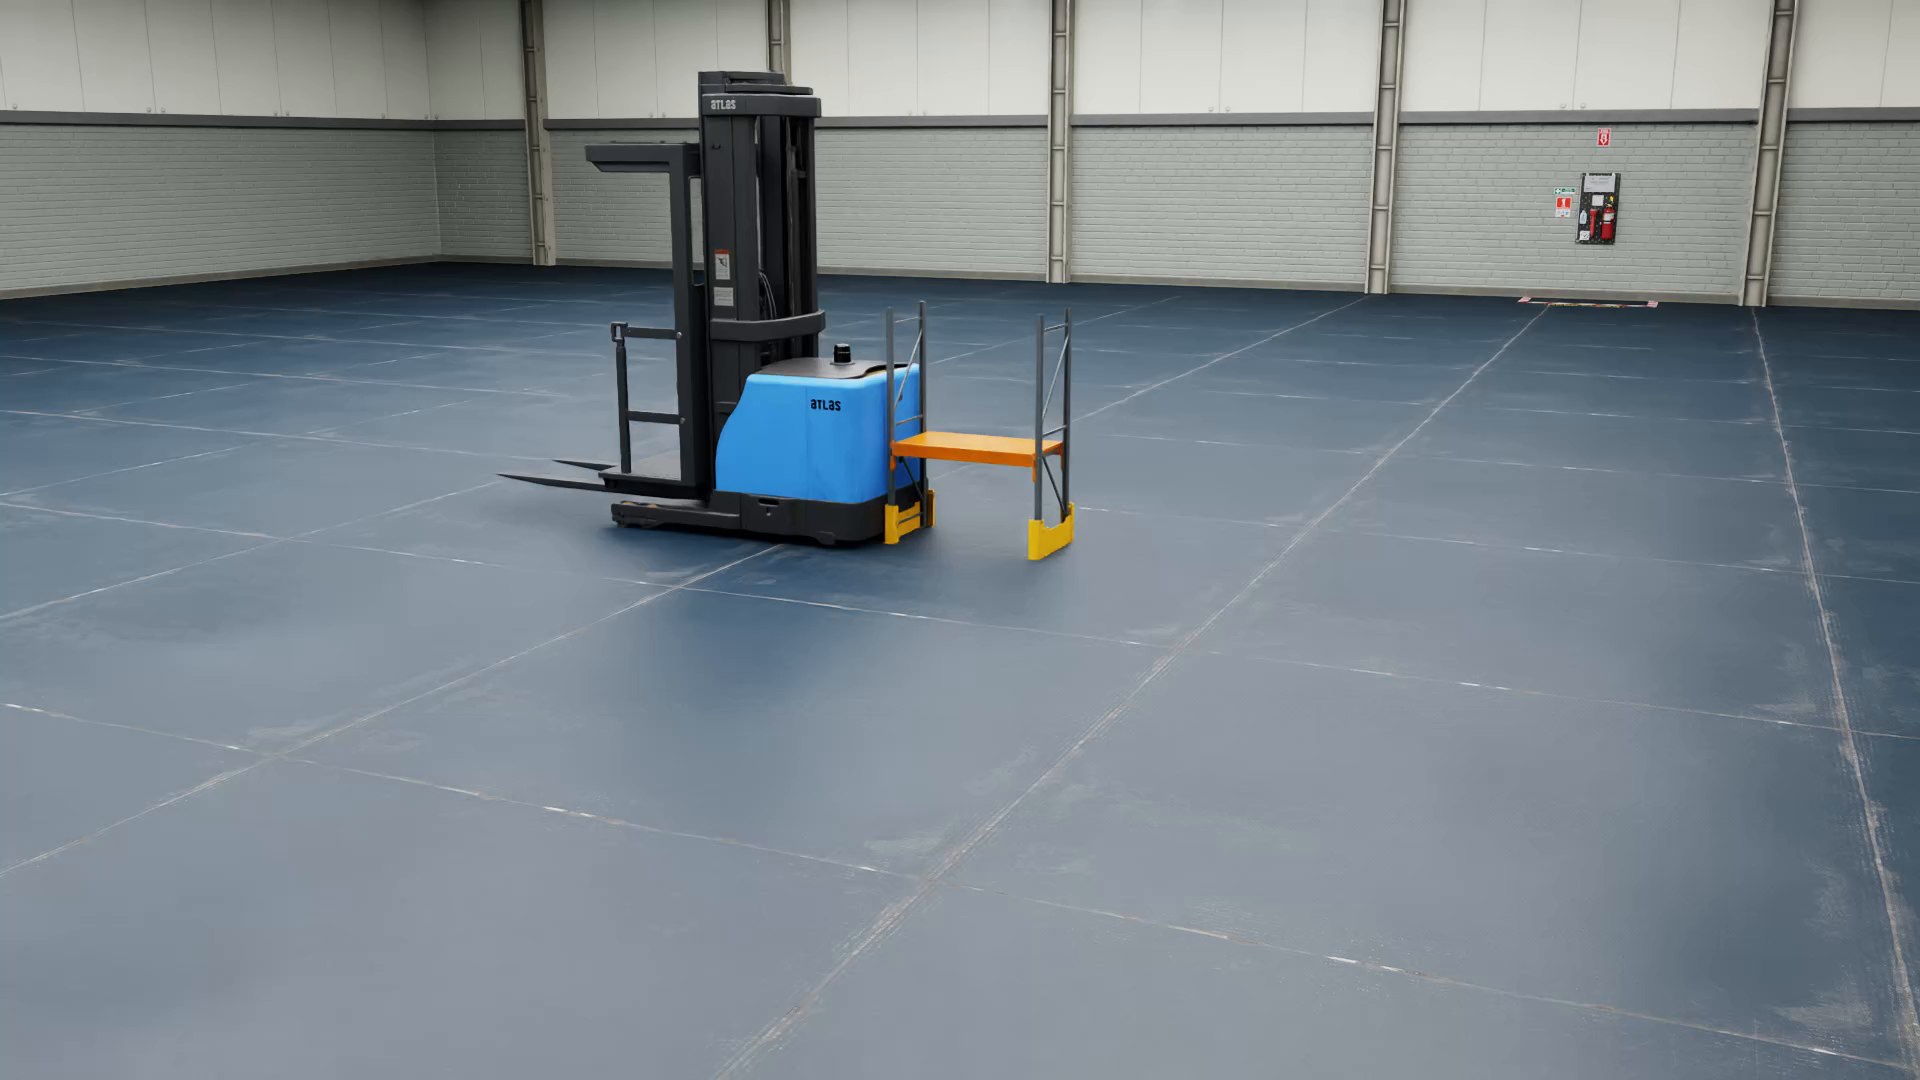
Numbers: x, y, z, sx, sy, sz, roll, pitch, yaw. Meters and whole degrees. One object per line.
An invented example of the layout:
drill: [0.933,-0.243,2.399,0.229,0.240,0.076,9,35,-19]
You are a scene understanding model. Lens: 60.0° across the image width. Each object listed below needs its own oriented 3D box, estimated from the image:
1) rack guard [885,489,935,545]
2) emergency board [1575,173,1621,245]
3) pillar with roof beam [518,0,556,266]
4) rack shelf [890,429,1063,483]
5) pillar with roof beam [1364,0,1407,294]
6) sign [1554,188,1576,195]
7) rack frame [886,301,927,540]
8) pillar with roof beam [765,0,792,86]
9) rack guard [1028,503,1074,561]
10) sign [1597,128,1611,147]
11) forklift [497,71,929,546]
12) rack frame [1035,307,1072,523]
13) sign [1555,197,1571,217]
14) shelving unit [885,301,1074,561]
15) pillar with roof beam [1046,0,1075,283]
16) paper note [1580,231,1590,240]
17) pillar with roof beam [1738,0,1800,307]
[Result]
rack guard: [-0.324,-0.156,10.871,0.087,0.250,0.587,6,15,25]
emergency board: [10.604,-5.503,27.640,0.643,1.169,0.194,6,14,23]
pillar with roof beam: [-10.839,-9.508,31.578,0.400,9.000,9.100,6,14,23]
rack shelf: [0.118,-0.541,10.566,1.000,0.185,0.538,6,15,25]
pillar with roof beam: [5.619,-7.843,24.480,0.400,9.000,9.100,6,14,23]
sign: [10.141,-5.849,27.875,0.331,0.109,0.001,6,14,23]
rack frame: [-0.342,-0.766,10.736,0.032,1.500,0.500,6,15,25]
pillar with roof beam: [-5.353,-8.953,29.212,0.400,9.000,9.100,6,14,23]
rack guard: [0.576,-0.058,10.456,0.087,0.250,0.587,6,15,25]
sign: [10.637,-6.653,27.467,0.199,0.298,0.001,6,14,23]
forklift: [-1.770,-1.598,11.150,3.031,2.935,1.130,6,15,25]
rack frame: [0.577,-0.667,10.313,0.032,1.500,0.500,6,15,25]
sign: [10.140,-5.593,27.946,0.234,0.329,0.001,6,14,23]
shelving unit: [0.126,-0.715,10.521,1.083,1.500,0.587,6,15,25]
pillar with roof beam: [0.133,-8.398,26.846,0.400,9.000,9.100,6,14,23]
paper note: [10.470,-5.105,27.872,0.142,0.148,0.016,6,14,23]
pillar with roof beam: [11.105,-7.288,22.114,0.400,9.000,9.100,6,14,23]
